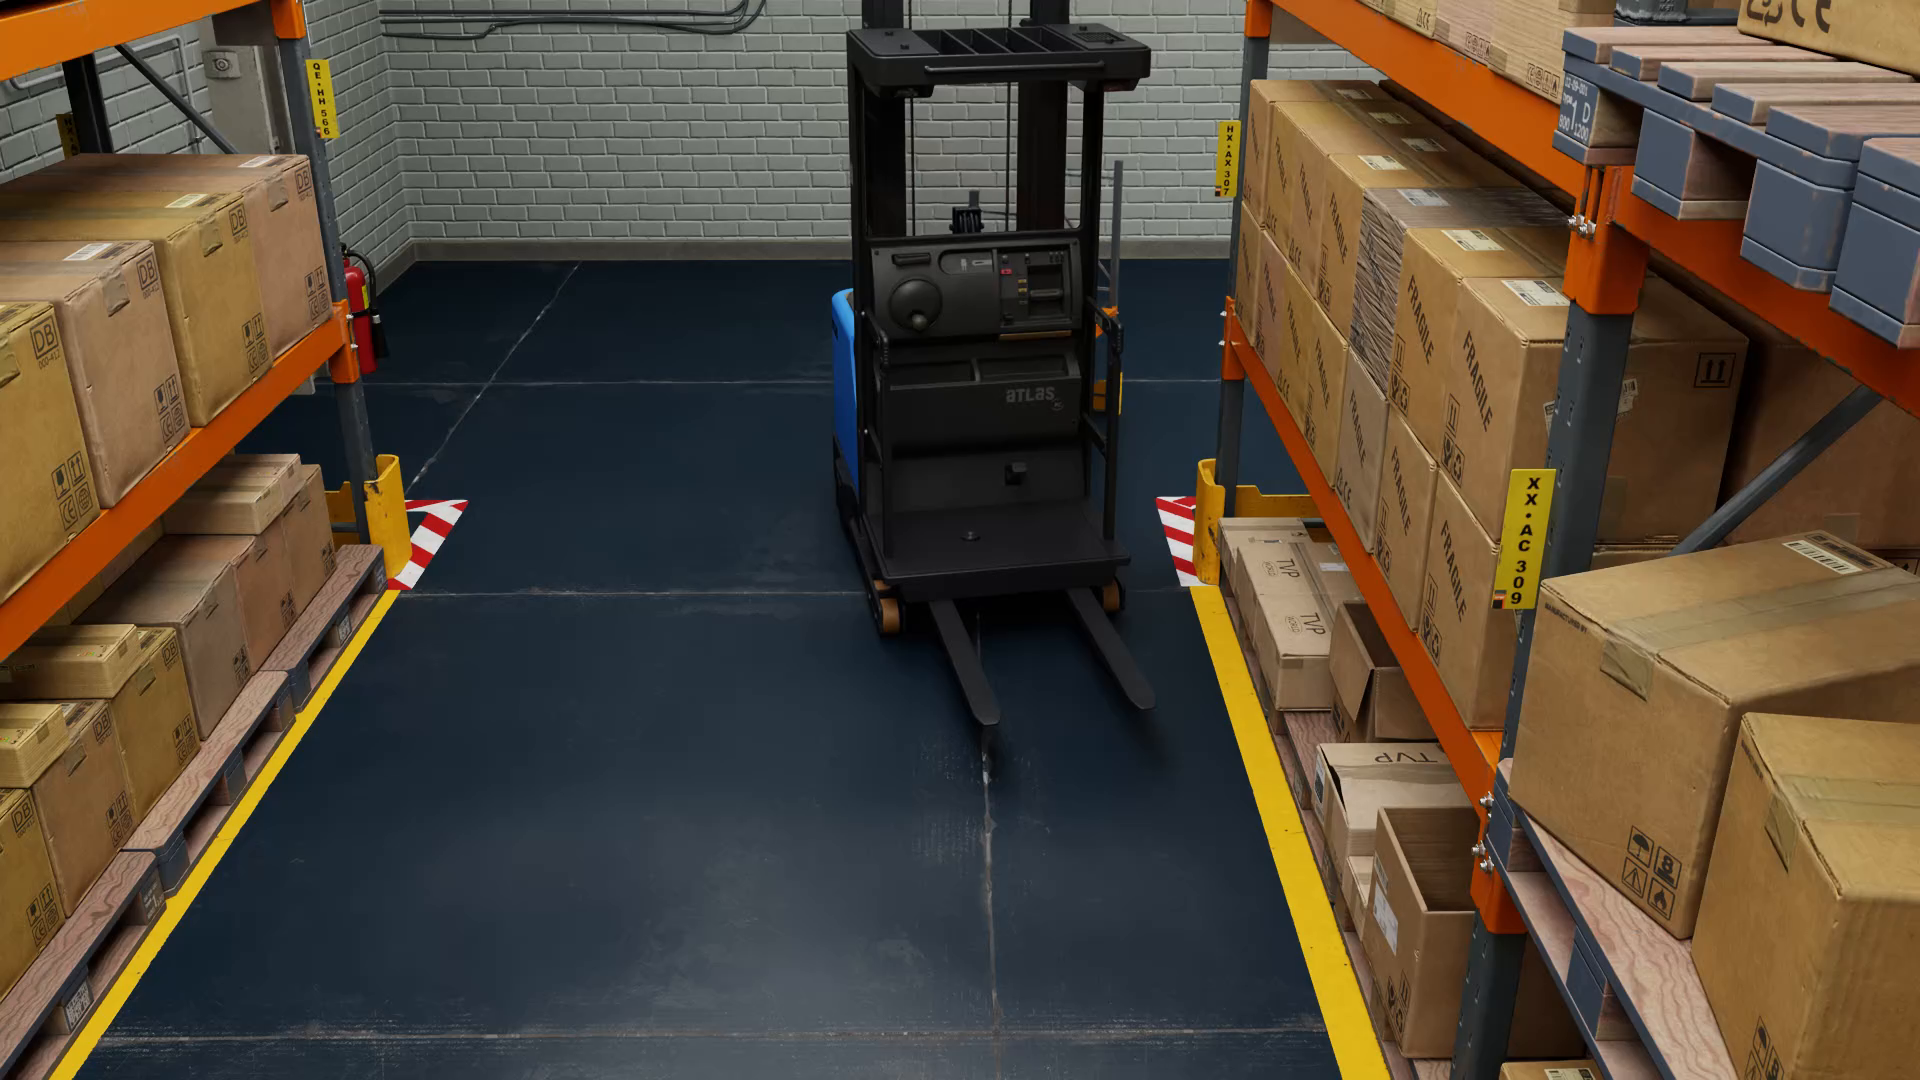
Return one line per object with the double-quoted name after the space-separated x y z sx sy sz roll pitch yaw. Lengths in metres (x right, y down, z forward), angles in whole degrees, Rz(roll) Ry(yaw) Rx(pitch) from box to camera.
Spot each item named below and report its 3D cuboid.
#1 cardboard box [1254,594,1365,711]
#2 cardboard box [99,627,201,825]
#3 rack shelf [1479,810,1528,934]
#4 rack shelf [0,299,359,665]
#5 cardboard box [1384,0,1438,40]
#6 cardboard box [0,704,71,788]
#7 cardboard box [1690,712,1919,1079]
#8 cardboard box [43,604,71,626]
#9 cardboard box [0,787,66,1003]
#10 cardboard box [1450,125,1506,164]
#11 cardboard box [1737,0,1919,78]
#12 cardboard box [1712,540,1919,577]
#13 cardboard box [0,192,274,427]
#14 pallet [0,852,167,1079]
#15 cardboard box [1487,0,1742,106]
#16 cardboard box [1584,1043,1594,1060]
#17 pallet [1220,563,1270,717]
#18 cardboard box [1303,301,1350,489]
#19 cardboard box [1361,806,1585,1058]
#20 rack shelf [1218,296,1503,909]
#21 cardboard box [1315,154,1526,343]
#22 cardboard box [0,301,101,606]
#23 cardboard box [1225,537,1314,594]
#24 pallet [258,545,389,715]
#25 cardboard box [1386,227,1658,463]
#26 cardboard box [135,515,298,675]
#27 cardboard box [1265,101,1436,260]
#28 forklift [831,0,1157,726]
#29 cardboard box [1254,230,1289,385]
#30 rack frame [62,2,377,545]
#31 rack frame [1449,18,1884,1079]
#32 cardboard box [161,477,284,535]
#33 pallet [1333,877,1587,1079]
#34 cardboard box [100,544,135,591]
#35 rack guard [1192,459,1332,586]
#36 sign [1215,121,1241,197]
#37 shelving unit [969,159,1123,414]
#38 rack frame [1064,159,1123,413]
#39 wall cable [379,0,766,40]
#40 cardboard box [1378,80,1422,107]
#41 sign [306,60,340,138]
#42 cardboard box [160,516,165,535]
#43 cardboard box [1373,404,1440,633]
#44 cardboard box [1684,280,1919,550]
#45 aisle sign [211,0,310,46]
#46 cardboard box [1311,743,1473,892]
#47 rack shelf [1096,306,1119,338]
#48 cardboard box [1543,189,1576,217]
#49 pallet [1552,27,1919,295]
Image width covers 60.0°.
1.441 0.431 6.460 0.500 0.250 0.500 0 24 -1 "cardboard box"
-3.114 0.634 5.732 0.700 0.500 0.500 0 24 1 "cardboard box"
1.773 1.541 2.075 1.077 0.370 4.000 0 24 -1 "rack shelf"
-3.224 -0.083 5.666 1.077 0.370 4.000 0 24 -1 "rack shelf"
1.471 -1.520 4.513 0.500 0.250 0.500 0 24 -1 "cardboard box"
-2.929 0.615 4.987 0.380 0.149 0.250 1 24 1 "cardboard box"
1.603 0.632 2.582 0.700 0.500 0.500 4 25 8 "cardboard box"
-3.322 0.281 5.725 0.380 0.149 0.250 -1 24 -2 "cardboard box"
-3.108 1.052 4.807 0.700 0.500 0.500 0 24 0 "cardboard box"
2.004 -1.156 5.831 0.500 0.500 0.500 0 24 1 "cardboard box"
1.683 -1.052 2.543 0.600 0.600 0.600 -3 24 -6 "cardboard box"
2.018 0.133 4.195 0.500 0.500 0.500 0 24 1 "cardboard box"
-3.211 -0.862 6.151 0.980 0.700 0.700 0 24 -1 "cardboard box"
-3.132 1.370 4.964 1.003 0.211 1.213 0 24 -1 "pallet"
1.480 -1.108 3.602 0.500 0.250 0.500 0 24 -1 "cardboard box"
1.963 1.240 4.597 0.500 0.311 0.500 0 24 -1 "cardboard box"
1.718 0.372 7.172 1.003 0.211 1.213 0 24 -1 "pallet"
1.466 -0.495 5.583 0.500 0.500 0.500 0 24 0 "cardboard box"
1.461 1.095 4.689 0.500 0.500 0.500 0 24 -1 "cardboard box"
1.729 -0.107 5.719 1.077 0.370 4.000 0 24 -1 "rack shelf"
1.469 -0.945 5.365 0.500 0.500 0.500 0 24 -1 "cardboard box"
-3.194 -0.248 4.794 0.980 0.700 0.700 -1 24 -2 "cardboard box"
1.371 0.109 7.274 0.380 0.166 0.250 0 24 -1 "cardboard box"
-3.159 0.365 7.187 1.003 0.211 1.213 0 24 -1 "pallet"
1.478 -0.530 4.447 0.500 0.500 0.500 -1 24 -2 "cardboard box"
-3.133 0.207 6.676 0.700 0.500 0.500 0 24 -1 "cardboard box"
1.462 -1.360 6.283 0.500 0.500 0.500 0 24 0 "cardboard box"
0.121 -1.083 7.087 1.130 2.935 3.031 -5 25 -10 "forklift"
1.459 -0.908 6.496 0.500 0.500 0.500 0 24 -1 "cardboard box"
-3.246 -1.235 7.340 1.000 3.000 0.127 0 24 -1 "rack frame"
1.751 0.390 3.749 1.000 3.000 0.127 0 24 -1 "rack frame"
-2.951 -0.137 6.650 0.380 0.149 0.250 0 24 1 "cardboard box"
1.744 1.377 4.949 1.003 0.211 1.213 0 24 -1 "pallet"
-3.328 0.071 6.189 0.380 0.149 0.250 0 24 0 "cardboard box"
1.708 -0.088 7.839 1.175 0.500 0.348 0 24 -1 "rack guard"
1.165 -1.651 7.209 0.100 0.325 0.005 0 24 -1 "sign"
0.485 -1.290 9.283 0.587 1.500 1.083 10 26 21 "shelving unit"
0.680 -1.480 9.702 0.500 1.500 0.032 10 26 21 "rack frame"
-2.950 -4.886 11.901 3.097 2.526 0.112 0 24 -1 "wall cable"
1.987 -1.578 6.764 0.500 0.500 0.500 0 24 -1 "cardboard box"
-2.703 -1.867 7.046 0.100 0.325 0.005 0 24 -1 "sign"
-3.333 -0.137 6.649 0.380 0.149 0.250 0 24 0 "cardboard box"
1.482 -0.073 4.651 0.500 0.500 0.500 0 24 1 "cardboard box"
2.027 -0.307 3.954 0.500 0.500 0.500 0 24 1 "cardboard box"
-2.947 -2.450 6.873 0.394 0.787 0.004 0 24 -1 "aisle sign"
1.453 0.872 5.412 0.500 0.311 0.500 0 24 -1 "cardboard box"
0.481 -1.123 9.350 0.538 0.185 1.000 10 26 21 "rack shelf"
2.016 -0.731 4.893 0.500 0.500 0.500 -1 24 -2 "cardboard box"
1.688 -0.622 2.574 1.213 0.211 1.003 0 24 -1 "pallet"
